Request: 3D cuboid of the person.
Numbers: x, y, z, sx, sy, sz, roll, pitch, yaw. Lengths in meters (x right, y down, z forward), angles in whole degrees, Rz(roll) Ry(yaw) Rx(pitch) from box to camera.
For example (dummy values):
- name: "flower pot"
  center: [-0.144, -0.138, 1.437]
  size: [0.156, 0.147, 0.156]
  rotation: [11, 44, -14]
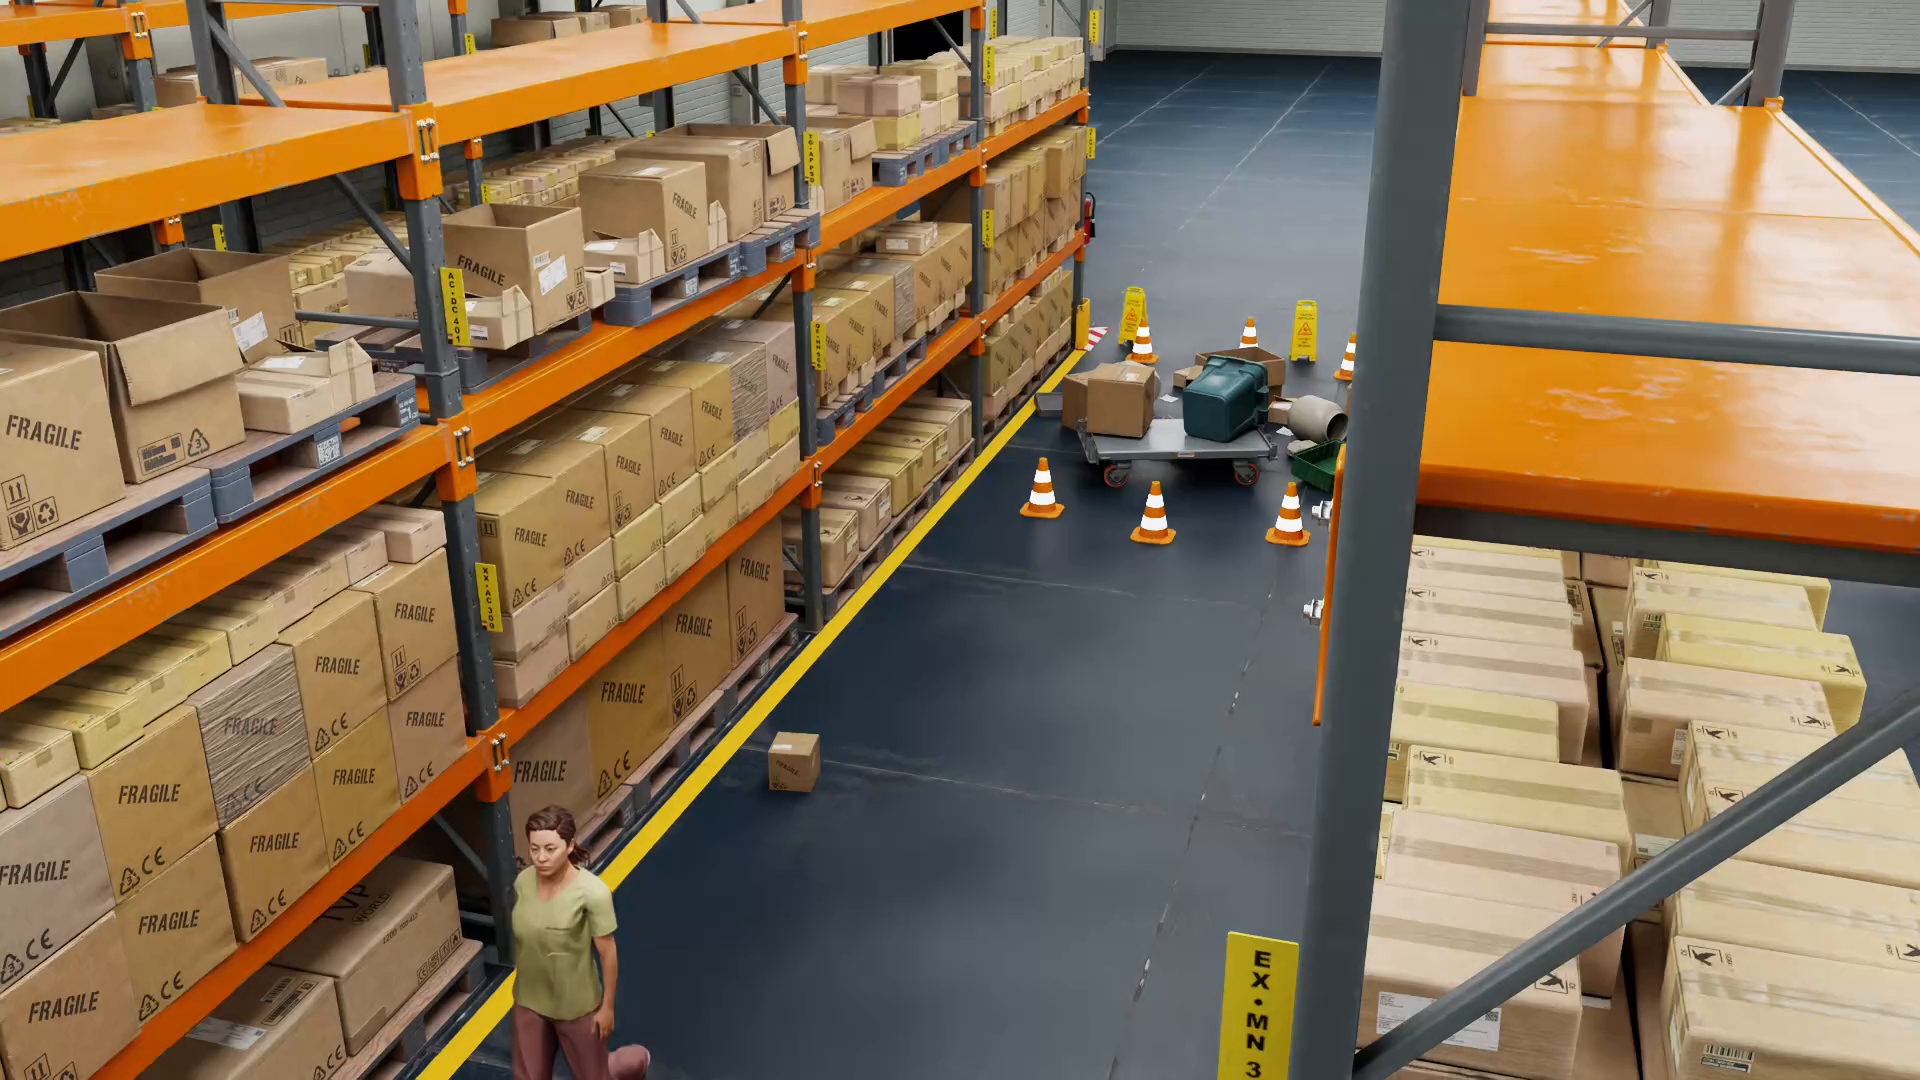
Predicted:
- name: "person"
  center: [-1.561, 1.812, 6.611]
  size: [0.457, 1.639, 0.828]
  rotation: [7, 23, 16]
